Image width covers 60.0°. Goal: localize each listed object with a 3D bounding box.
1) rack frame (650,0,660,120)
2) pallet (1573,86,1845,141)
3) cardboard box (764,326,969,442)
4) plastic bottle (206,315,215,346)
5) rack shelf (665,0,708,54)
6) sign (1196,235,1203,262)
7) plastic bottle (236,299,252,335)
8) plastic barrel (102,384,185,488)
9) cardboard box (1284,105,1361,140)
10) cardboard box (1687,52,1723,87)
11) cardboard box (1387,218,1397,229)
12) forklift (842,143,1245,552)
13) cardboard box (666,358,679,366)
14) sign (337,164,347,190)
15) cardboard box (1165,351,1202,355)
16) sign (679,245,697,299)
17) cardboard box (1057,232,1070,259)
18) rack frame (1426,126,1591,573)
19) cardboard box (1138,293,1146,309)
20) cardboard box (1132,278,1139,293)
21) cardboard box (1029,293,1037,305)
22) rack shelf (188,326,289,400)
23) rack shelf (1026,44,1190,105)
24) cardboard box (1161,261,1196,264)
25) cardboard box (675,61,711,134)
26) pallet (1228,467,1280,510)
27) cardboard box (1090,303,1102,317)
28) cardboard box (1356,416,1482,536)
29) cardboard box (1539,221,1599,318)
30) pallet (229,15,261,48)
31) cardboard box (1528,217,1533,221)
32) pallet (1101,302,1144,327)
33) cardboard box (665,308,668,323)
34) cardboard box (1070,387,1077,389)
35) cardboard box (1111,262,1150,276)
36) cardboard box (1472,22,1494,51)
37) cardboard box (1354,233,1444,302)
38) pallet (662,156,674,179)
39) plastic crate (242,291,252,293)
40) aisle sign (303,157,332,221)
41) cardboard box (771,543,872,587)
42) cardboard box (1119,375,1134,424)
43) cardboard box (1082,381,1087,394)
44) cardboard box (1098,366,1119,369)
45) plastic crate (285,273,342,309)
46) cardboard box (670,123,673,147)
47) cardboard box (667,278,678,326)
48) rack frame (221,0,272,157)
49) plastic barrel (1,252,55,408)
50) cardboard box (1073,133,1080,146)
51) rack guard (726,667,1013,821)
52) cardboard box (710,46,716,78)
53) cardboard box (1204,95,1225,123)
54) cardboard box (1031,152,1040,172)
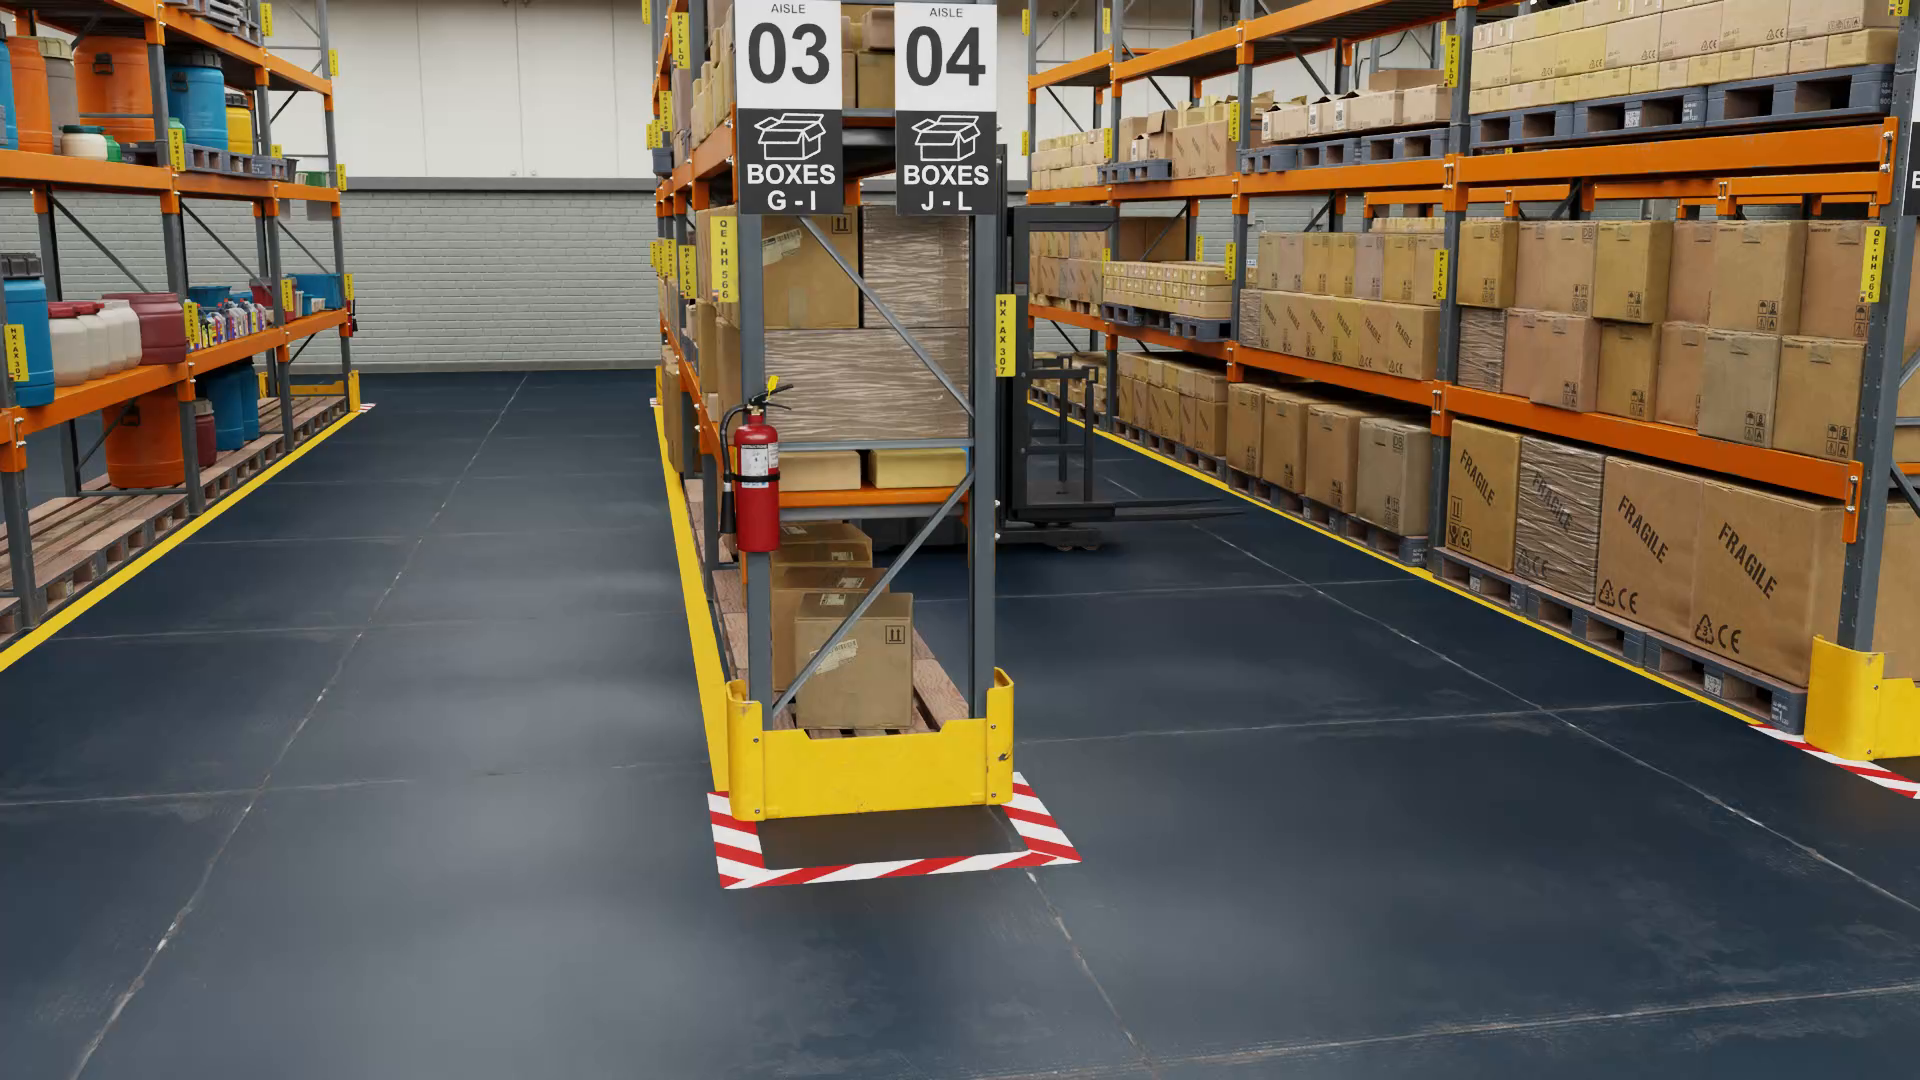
[{"bbox_3d":[-3.471,-6.255,21.491,1.000,3.000,0.127,-2,11,-11],"label":"rack frame"},{"bbox_3d":[4.130,-2.325,9.104,1.003,0.211,1.213,-2,11,-11],"label":"pallet"},{"bbox_3d":[-0.439,-0.670,7.133,0.875,0.500,0.500,-2,11,-11],"label":"cardboard box"},{"bbox_3d":[-6.697,-1.862,14.802,0.097,0.271,0.097,0,11,0],"label":"plastic bottle"},{"bbox_3d":[-1.526,-3.871,11.960,1.077,0.370,4.000,-2,11,-11],"label":"rack shelf"},{"bbox_3d":[2.735,-3.325,19.049,0.100,0.325,0.005,-2,11,-11],"label":"sign"},{"bbox_3d":[-7.016,-2.179,16.255,0.144,0.351,0.185,-2,11,-11],"label":"plastic bottle"},{"bbox_3d":[-6.885,-0.890,14.029,0.600,0.830,0.708,-2,11,-11],"label":"plastic barrel"},{"bbox_3d":[2.992,-3.425,13.656,0.500,0.250,0.500,-2,11,-9],"label":"cardboard box"},{"bbox_3d":[3.930,-2.376,8.416,0.380,0.149,0.250,-2,11,-12],"label":"cardboard box"},{"bbox_3d":[6.106,-4.354,22.876,0.380,0.149,0.250,-2,11,-9],"label":"cardboard box"},{"bbox_3d":[0.618,-1.455,12.501,3.031,2.935,1.130,-1,11,-7],"label":"forklift"},{"bbox_3d":[-2.195,-1.294,16.032,1.225,0.875,0.875,-2,11,-11],"label":"cardboard box"},{"bbox_3d":[-7.793,-4.573,20.956,0.100,0.325,0.005,-2,11,-11],"label":"sign"},{"bbox_3d":[2.585,-1.955,18.503,0.500,0.250,0.500,-2,11,-13],"label":"cardboard box"},{"bbox_3d":[-1.681,-1.655,10.271,0.100,0.325,0.005,-2,11,-11],"label":"sign"},{"bbox_3d":[1.527,-3.782,20.808,0.500,0.500,0.500,-2,11,-13],"label":"cardboard box"},{"bbox_3d":[3.748,-1.269,11.339,1.000,3.000,0.127,-2,11,-11],"label":"rack frame"},{"bbox_3d":[2.076,-2.490,17.308,0.380,0.149,0.250,-2,11,-12],"label":"cardboard box"},{"bbox_3d":[2.026,-2.684,17.529,0.380,0.149,0.250,-2,11,-9],"label":"cardboard box"},{"bbox_3d":[1.155,-3.275,22.551,0.380,0.149,0.250,-2,11,-11],"label":"cardboard box"},{"bbox_3d":[-7.163,-1.674,15.392,1.077,0.370,4.000,-2,11,-11],"label":"rack shelf"},{"bbox_3d":[1.803,-5.695,20.482,1.077,0.370,4.000,-2,11,-11],"label":"rack shelf"},{"bbox_3d":[2.461,-3.044,18.627,0.380,0.149,0.250,-2,11,-8],"label":"cardboard box"},{"bbox_3d":[-1.876,-3.328,12.532,0.500,0.500,0.500,-2,11,-13],"label":"cardboard box"},{"bbox_3d":[3.049,-0.485,14.680,1.003,0.211,1.213,-2,11,-11],"label":"pallet"},{"bbox_3d":[1.750,-2.700,19.530,0.380,0.149,0.250,-2,11,-13],"label":"cardboard box"},{"bbox_3d":[3.539,-0.480,12.091,1.050,0.750,0.750,-2,11,-11],"label":"cardboard box"},{"bbox_3d":[3.977,-1.603,9.808,0.875,0.550,0.550,-2,11,-11],"label":"cardboard box"},{"bbox_3d":[-7.361,-4.901,15.954,1.003,0.211,1.213,-2,11,-11],"label":"pallet"},{"bbox_3d":[7.155,-3.907,20.525,0.380,0.149,0.250,-2,11,-10],"label":"cardboard box"},{"bbox_3d":[2.198,-2.496,18.302,1.003,0.211,1.213,-2,11,-11],"label":"pallet"},{"bbox_3d":[-3.074,-2.495,18.453,0.380,0.149,0.250,-2,11,-11],"label":"cardboard box"},{"bbox_3d":[1.595,-1.841,20.850,0.380,0.149,0.250,-2,11,-10],"label":"cardboard box"},{"bbox_3d":[1.877,-2.971,18.242,0.380,0.149,0.250,-2,11,-9],"label":"cardboard box"},{"bbox_3d":[3.485,-3.187,10.544,0.380,0.149,0.250,-2,11,-10],"label":"cardboard box"},{"bbox_3d":[3.445,-2.087,12.696,0.700,0.500,0.500,-2,11,-11],"label":"cardboard box"},{"bbox_3d":[-2.313,-3.542,15.768,1.003,0.211,1.213,-2,11,-8],"label":"pallet"},{"bbox_3d":[-8.476,-2.897,20.181,0.416,0.233,0.300,-2,11,-11],"label":"plastic crate"},{"bbox_3d":[-8.056,-4.428,20.988,0.394,0.787,0.004,-2,11,-11],"label":"aisle sign"},{"bbox_3d":[-0.717,0.309,8.610,0.500,0.500,0.500,-1,11,-6],"label":"cardboard box"},{"bbox_3d":[2.075,-1.569,18.480,0.500,0.500,0.500,-2,11,-9],"label":"cardboard box"},{"bbox_3d":[1.684,-1.832,20.004,0.380,0.149,0.250,-3,11,-13],"label":"cardboard box"},{"bbox_3d":[1.749,-2.031,20.255,0.380,0.149,0.250,-2,11,-9],"label":"cardboard box"},{"bbox_3d":[-8.081,-3.120,20.810,0.616,0.435,0.499,-2,11,-11],"label":"plastic crate"},{"bbox_3d":[-2.904,-4.493,18.602,0.700,0.500,0.500,-3,11,-14],"label":"cardboard box"},{"bbox_3d":[-2.849,-2.530,17.697,0.500,0.500,0.500,-2,11,-11],"label":"cardboard box"},{"bbox_3d":[-7.552,-5.341,16.691,1.000,3.000,0.127,-2,11,-11],"label":"rack frame"},{"bbox_3d":[-5.774,-1.255,9.926,0.600,0.901,0.708,-2,11,-11],"label":"plastic barrel"},{"bbox_3d":[1.586,-4.861,20.188,0.380,0.149,0.250,-2,11,-11],"label":"cardboard box"},{"bbox_3d":[-0.374,0.841,6.942,1.175,0.500,0.348,-2,11,-11],"label":"rack guard"},{"bbox_3d":[-0.965,-2.247,7.794,0.380,0.149,0.250,-3,11,-14],"label":"cardboard box"},{"bbox_3d":[2.522,-4.059,15.664,0.396,0.266,0.258,-2,11,-11],"label":"cardboard box"},{"bbox_3d":[1.246,-5.023,22.107,0.500,0.250,0.500,-2,11,-10],"label":"cardboard box"}]
